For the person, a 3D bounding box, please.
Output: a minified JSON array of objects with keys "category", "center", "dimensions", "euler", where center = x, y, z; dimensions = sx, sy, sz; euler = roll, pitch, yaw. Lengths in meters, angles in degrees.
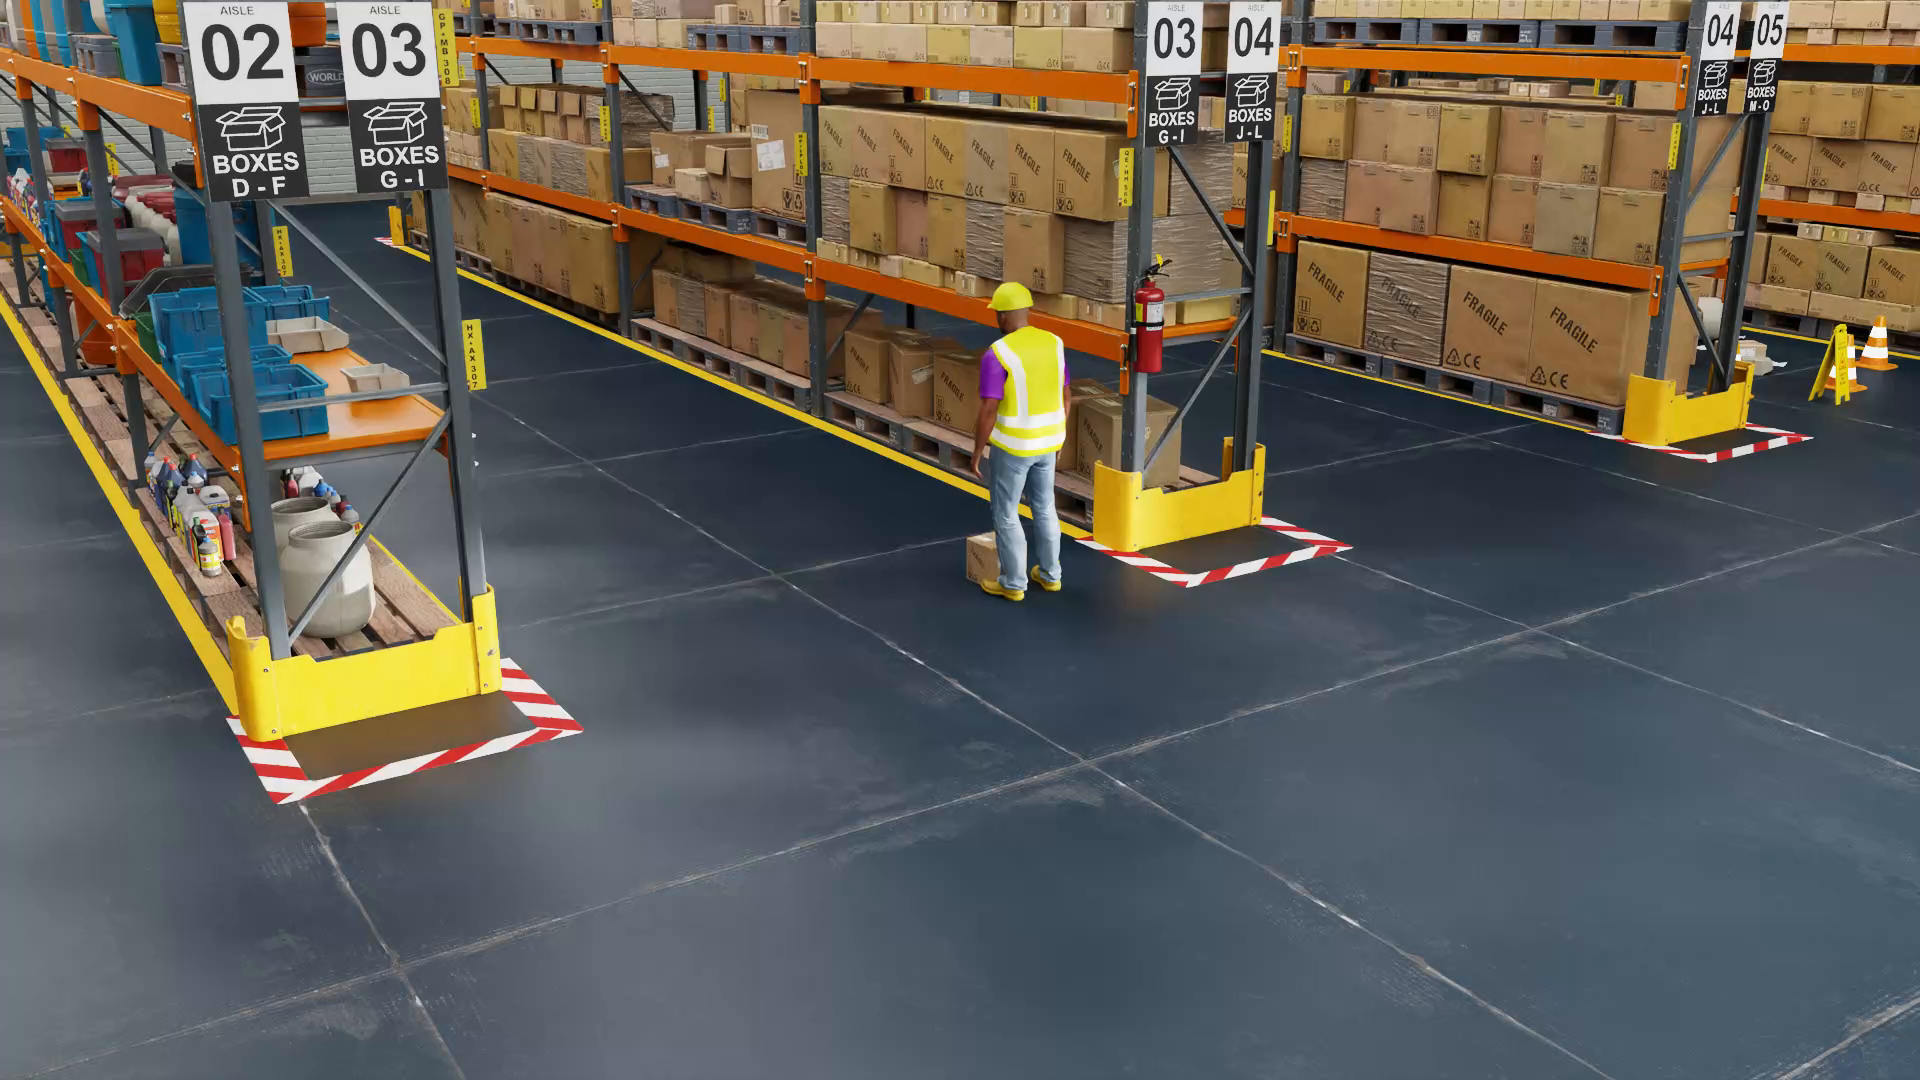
[{"category":"person","center":[0.336,-0.544,9.204],"dimensions":[0.636,1.761,0.454],"euler":[-13,22,-34]}]
